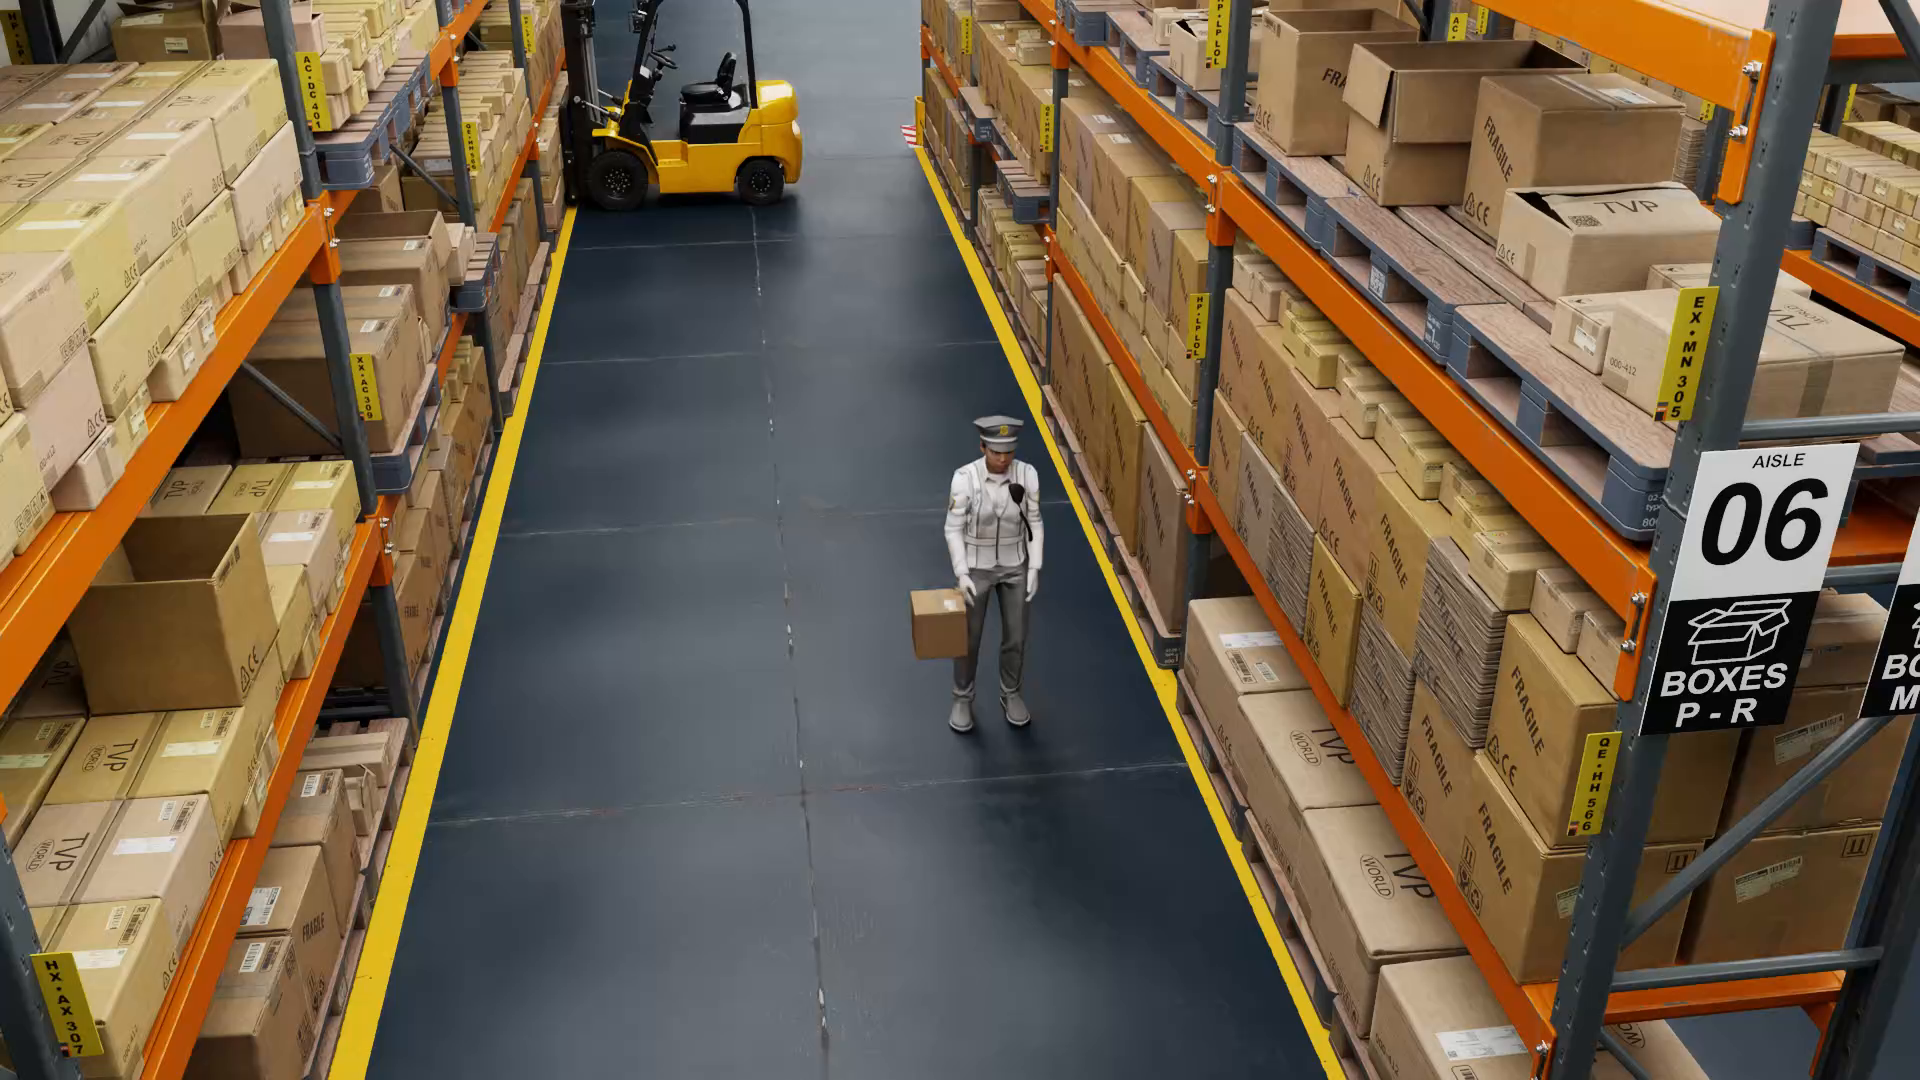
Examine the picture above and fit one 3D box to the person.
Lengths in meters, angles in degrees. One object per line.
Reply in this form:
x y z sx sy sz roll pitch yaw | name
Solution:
0.178 0.164 8.279 0.502 1.680 0.355 -4 28 -8 | person
